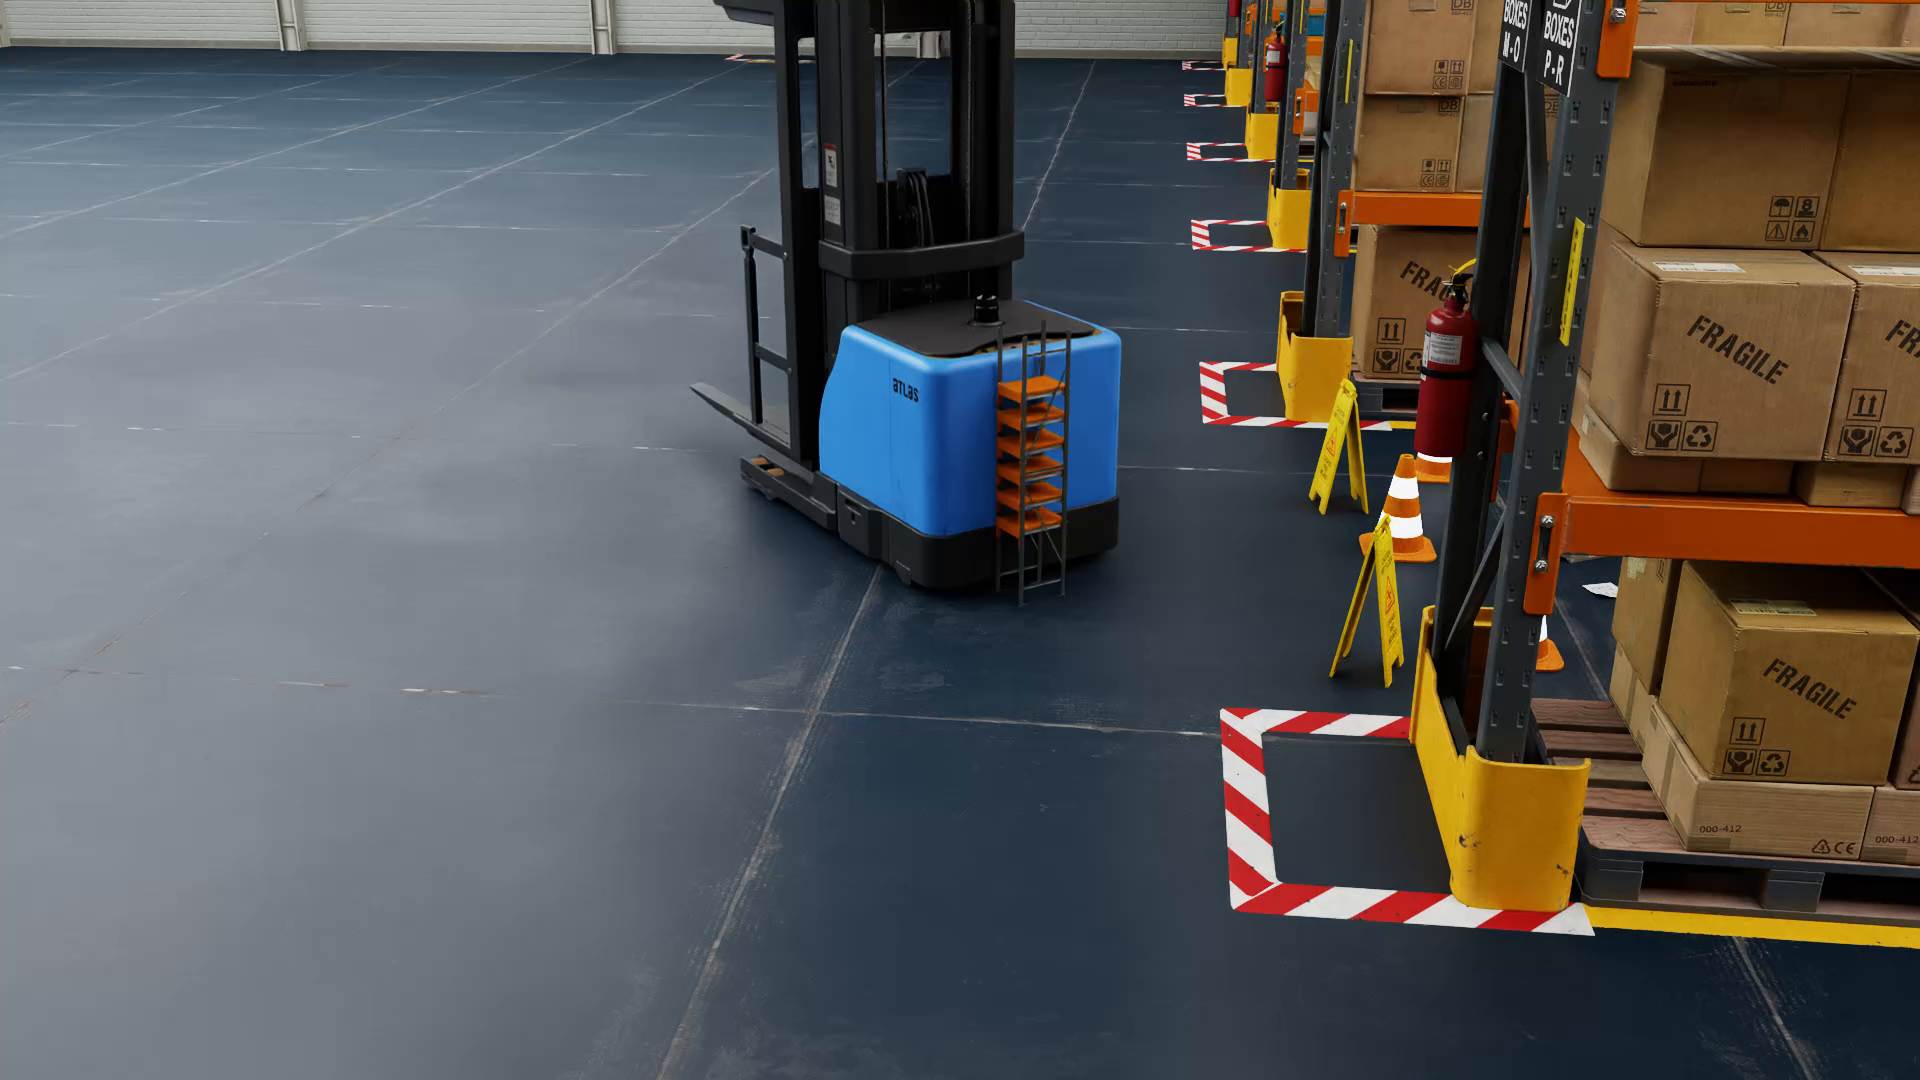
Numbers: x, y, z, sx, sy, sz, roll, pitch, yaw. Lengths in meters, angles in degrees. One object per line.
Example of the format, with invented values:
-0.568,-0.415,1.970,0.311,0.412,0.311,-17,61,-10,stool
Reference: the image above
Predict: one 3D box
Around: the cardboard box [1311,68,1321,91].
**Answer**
3.107,-3.882,14.021,0.250,0.149,0.380,2,22,6,cardboard box

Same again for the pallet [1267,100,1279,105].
4.786,-6.400,23.842,1.213,0.211,1.003,2,22,6,pallet

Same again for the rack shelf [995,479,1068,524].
0.309,-0.166,7.175,0.258,0.103,0.180,-13,25,-29,rack shelf

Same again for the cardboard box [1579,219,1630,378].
2.258,-0.742,5.196,0.500,0.500,0.500,2,22,5,cardboard box

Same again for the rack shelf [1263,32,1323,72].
5.422,-5.485,18.713,4.000,0.370,1.077,2,22,6,rack shelf

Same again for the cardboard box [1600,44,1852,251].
2.219,-1.187,4.963,0.500,0.500,0.700,2,22,5,cardboard box

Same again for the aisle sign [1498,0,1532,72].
1.659,-1.797,4.871,0.004,0.787,0.394,2,22,6,aisle sign

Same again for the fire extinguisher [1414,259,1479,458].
1.627,-0.617,5.526,0.183,0.674,0.296,2,22,6,fire extinguisher

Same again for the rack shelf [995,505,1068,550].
0.309,-0.054,7.219,0.258,0.103,0.180,-13,25,-29,rack shelf

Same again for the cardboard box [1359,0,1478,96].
2.532,-2.833,9.354,0.550,0.550,0.875,2,22,6,cardboard box

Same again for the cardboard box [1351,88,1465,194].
2.542,-2.362,9.630,0.550,0.550,0.875,2,22,6,cardboard box

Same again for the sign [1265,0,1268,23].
3.366,-5.835,18.241,0.005,0.325,0.100,2,22,6,sign

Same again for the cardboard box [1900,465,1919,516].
2.752,-0.198,4.703,0.250,0.149,0.380,3,22,7,cardboard box

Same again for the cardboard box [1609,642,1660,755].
2.544,0.541,5.660,0.500,0.250,0.500,2,22,6,cardboard box

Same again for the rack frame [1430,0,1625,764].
1.686,-0.480,5.074,0.127,3.000,1.000,2,22,6,rack frame

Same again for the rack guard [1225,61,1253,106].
3.998,-6.553,23.836,0.348,0.500,1.175,2,22,6,rack guard

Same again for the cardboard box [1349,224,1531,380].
2.850,-1.494,9.957,0.875,0.875,0.875,3,22,7,cardboard box

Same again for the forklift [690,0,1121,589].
-0.474,-1.643,8.109,1.130,2.935,3.031,-13,25,-29,forklift

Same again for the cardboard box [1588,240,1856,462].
2.124,-0.543,4.693,0.500,0.500,0.500,2,22,5,cardboard box

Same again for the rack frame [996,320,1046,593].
0.261,-0.348,7.187,0.240,1.200,0.006,-13,25,-29,rack frame

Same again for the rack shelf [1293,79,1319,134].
4.839,-3.677,14.139,4.000,0.370,1.077,2,22,6,rack shelf

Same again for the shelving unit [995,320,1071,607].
0.309,-0.319,7.115,0.258,1.200,0.189,-13,25,-29,shelving unit

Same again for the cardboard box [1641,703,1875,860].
2.455,0.739,5.159,0.500,0.250,0.500,2,22,6,cardboard box

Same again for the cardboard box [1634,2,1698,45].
3.630,-2.769,9.192,0.550,0.550,0.875,2,22,6,cardboard box

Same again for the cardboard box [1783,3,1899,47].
4.698,-2.774,9.203,0.550,0.550,0.875,2,22,6,cardboard box

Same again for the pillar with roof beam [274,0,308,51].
-12.983,-11.806,25.563,0.400,9.000,9.100,2,22,6,pillar with roof beam

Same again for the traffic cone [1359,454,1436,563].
2.058,-0.173,7.747,0.334,0.463,0.336,2,22,6,traffic cone

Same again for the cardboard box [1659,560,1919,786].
2.478,0.391,5.019,0.500,0.500,0.500,2,22,4,cardboard box

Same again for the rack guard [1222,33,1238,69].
4.677,-8.358,28.400,0.348,0.500,1.175,2,22,6,rack guard

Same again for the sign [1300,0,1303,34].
2.789,-4.303,13.566,0.005,0.325,0.100,2,22,6,sign

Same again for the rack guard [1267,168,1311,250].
2.928,-2.932,14.677,0.348,0.500,1.175,2,22,6,rack guard

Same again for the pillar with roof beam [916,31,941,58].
-1.067,-11.287,24.249,0.400,9.000,9.100,2,22,6,pillar with roof beam

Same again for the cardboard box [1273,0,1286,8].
4.484,-7.736,23.293,0.500,0.500,0.700,3,22,6,cardboard box

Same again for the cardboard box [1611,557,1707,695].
2.513,0.194,5.518,0.500,0.500,0.500,3,22,7,cardboard box

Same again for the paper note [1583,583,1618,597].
2.859,0.215,7.355,0.142,0.019,0.148,-5,22,-12,paper note

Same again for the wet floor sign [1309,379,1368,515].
1.907,-0.475,8.264,0.232,0.644,0.267,-1,22,-3,wet floor sign

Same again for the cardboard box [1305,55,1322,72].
5.025,-6.855,23.347,0.500,0.500,0.500,2,22,6,cardboard box

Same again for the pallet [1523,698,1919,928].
2.564,0.868,5.457,1.213,0.211,1.003,2,22,6,pallet

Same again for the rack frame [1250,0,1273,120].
3.435,-5.906,18.800,0.127,3.000,1.000,2,22,6,rack frame

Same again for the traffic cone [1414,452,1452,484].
2.529,-0.570,8.753,0.334,0.463,0.336,2,22,6,traffic cone

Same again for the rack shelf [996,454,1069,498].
0.309,-0.278,7.131,0.258,0.103,0.180,-13,25,-29,rack shelf

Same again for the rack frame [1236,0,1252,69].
4.022,-7.715,23.374,0.127,3.000,1.000,2,22,6,rack frame

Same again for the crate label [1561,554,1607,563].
2.846,-0.010,7.778,0.298,0.136,0.250,-9,23,-22,crate label

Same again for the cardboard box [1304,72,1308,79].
5.025,-6.507,23.487,0.500,0.250,0.500,2,22,6,cardboard box

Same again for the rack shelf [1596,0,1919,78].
3.672,-1.454,4.436,4.000,0.370,1.077,2,22,6,rack shelf

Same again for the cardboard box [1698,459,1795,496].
2.252,-0.267,4.877,0.250,0.149,0.380,3,22,7,cardboard box

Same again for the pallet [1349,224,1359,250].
3.731,-2.750,14.609,1.213,0.211,1.003,2,22,6,pallet
